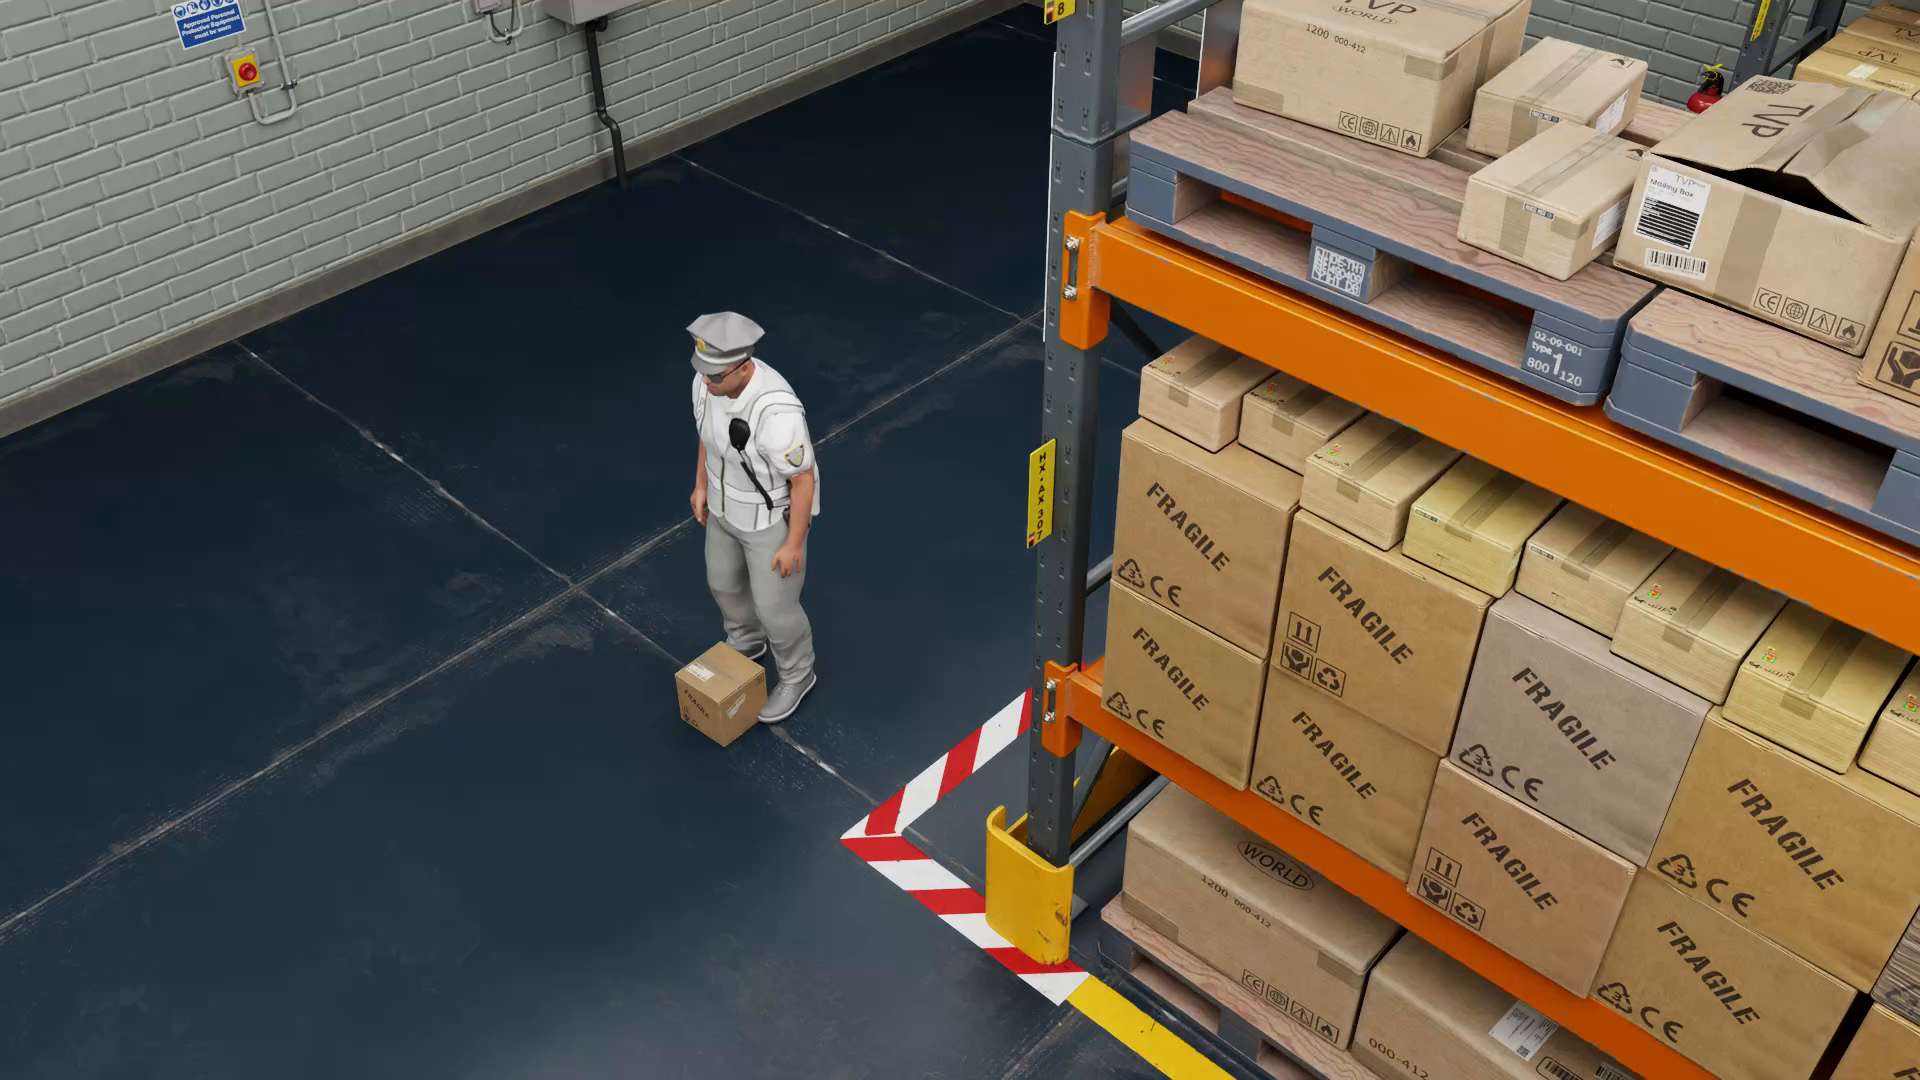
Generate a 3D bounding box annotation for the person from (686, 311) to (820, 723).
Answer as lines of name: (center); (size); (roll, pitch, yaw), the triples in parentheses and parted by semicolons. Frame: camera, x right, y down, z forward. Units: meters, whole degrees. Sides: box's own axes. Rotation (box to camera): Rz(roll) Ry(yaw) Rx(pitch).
person: (-0.769, -0.107, 6.280); (0.587, 1.748, 0.436); (30, 48, 32)
